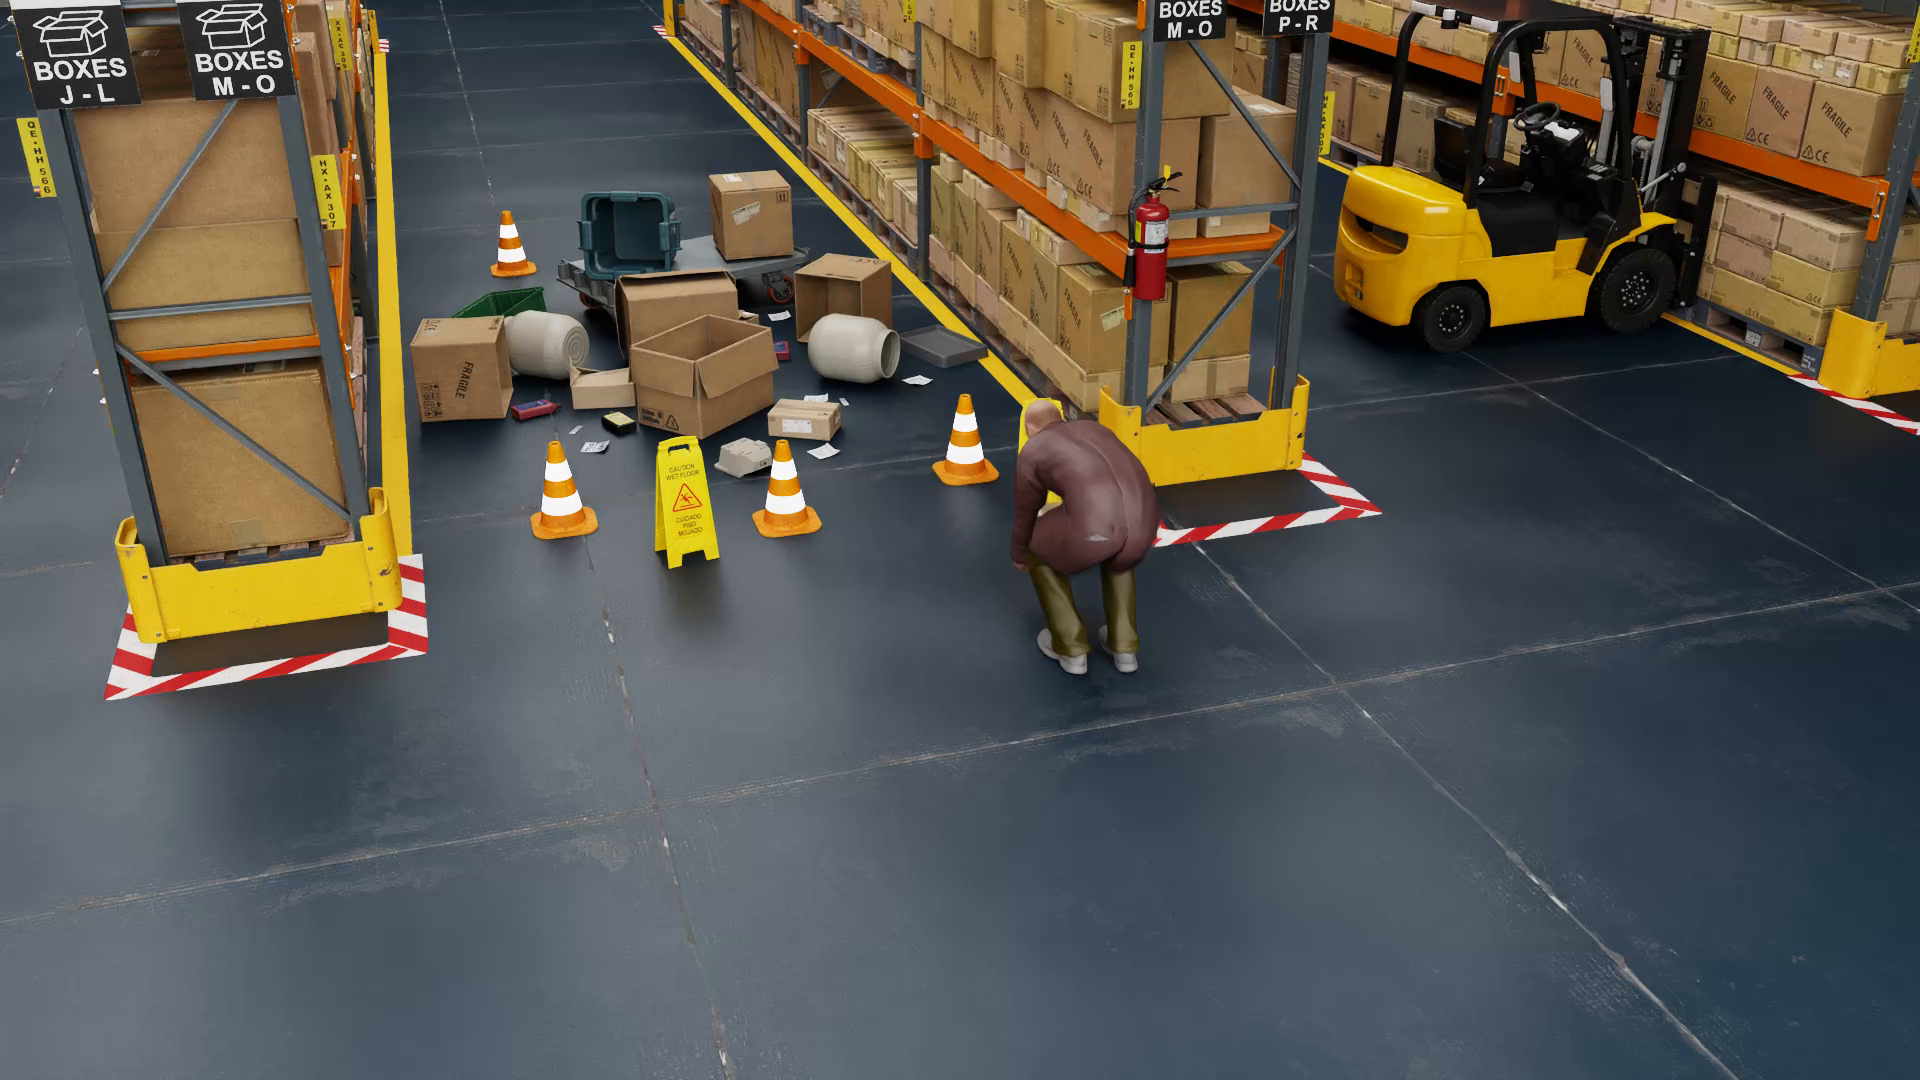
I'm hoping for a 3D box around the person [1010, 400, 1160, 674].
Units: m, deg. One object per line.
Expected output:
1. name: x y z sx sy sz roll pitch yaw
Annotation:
1. person: 0.536 -0.004 7.453 0.584 1.062 0.941 -9 28 -19
